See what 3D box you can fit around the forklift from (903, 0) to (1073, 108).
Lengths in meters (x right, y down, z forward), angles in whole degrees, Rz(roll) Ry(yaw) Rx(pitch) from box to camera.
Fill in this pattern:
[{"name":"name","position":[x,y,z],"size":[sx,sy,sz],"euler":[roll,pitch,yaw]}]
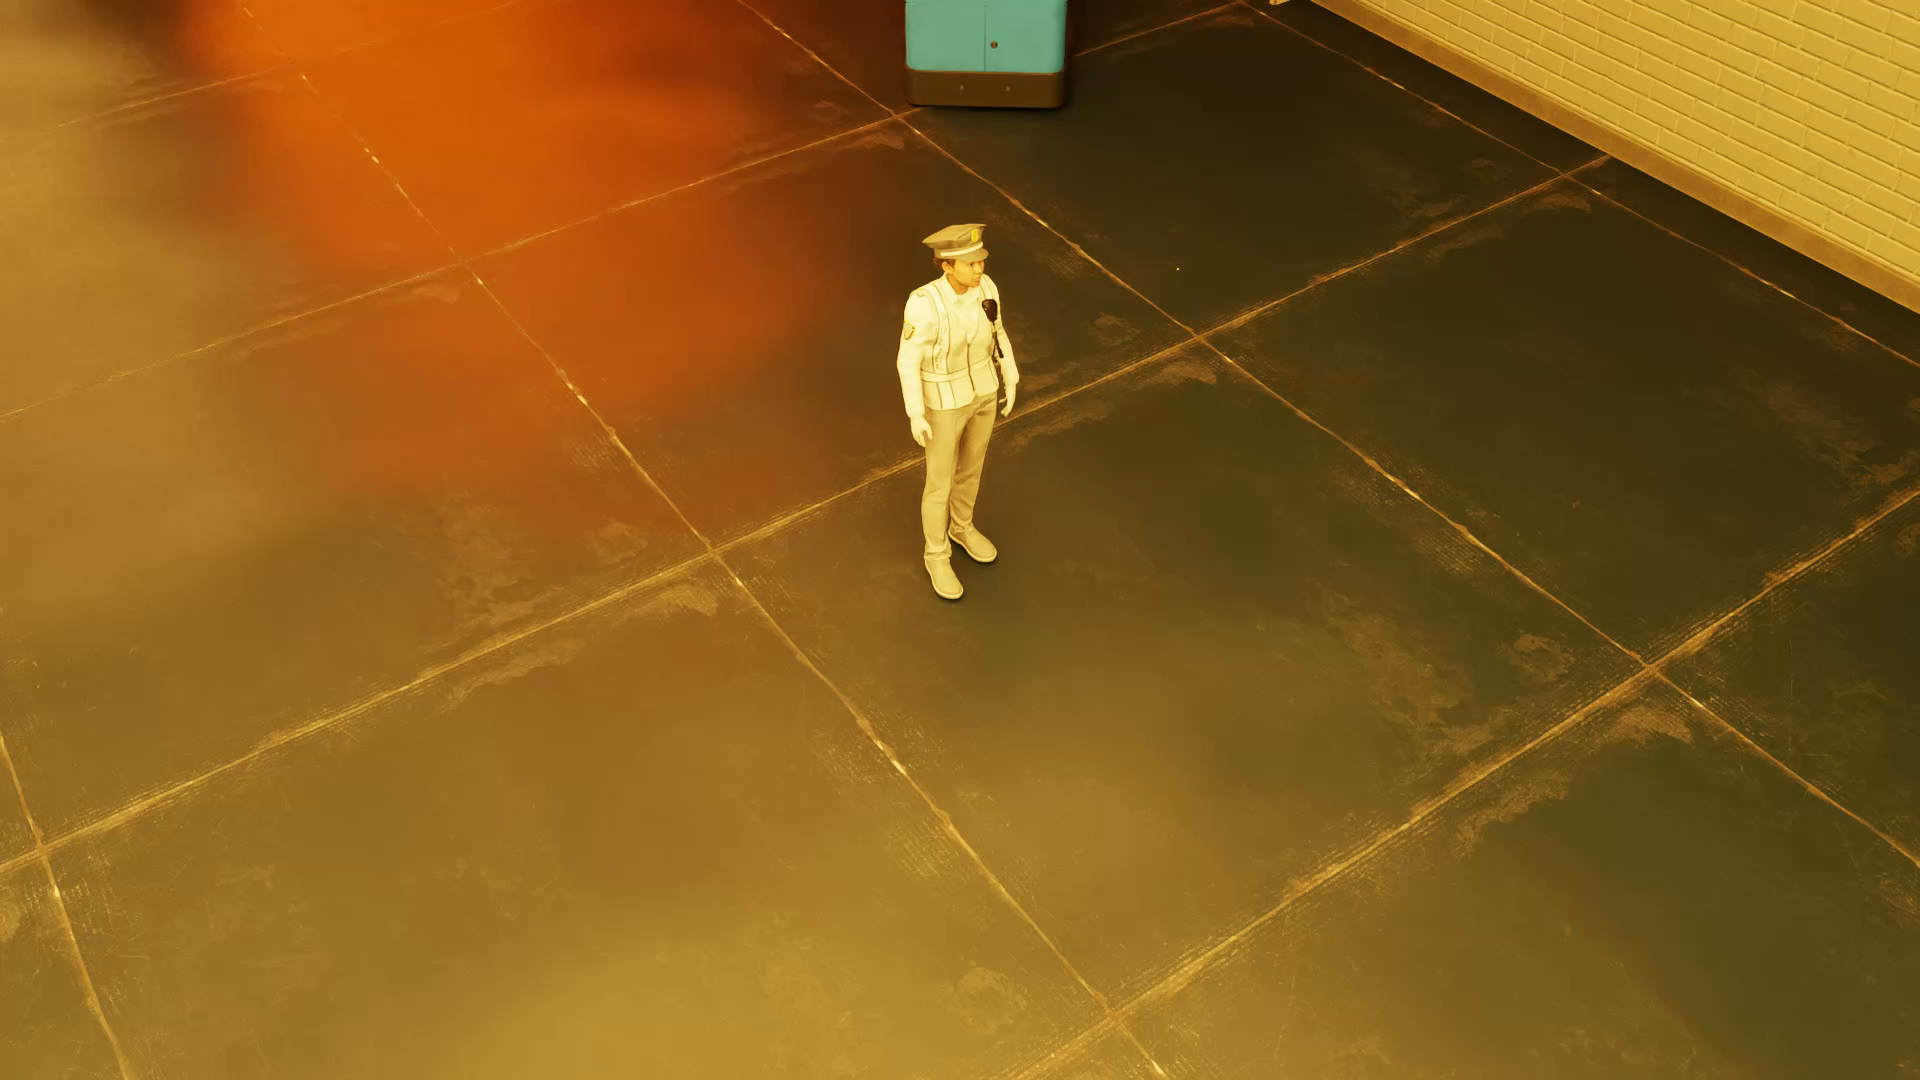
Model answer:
[{"name":"forklift","position":[0.232,-4.875,11.005],"size":[1.130,2.935,3.031],"euler":[2,43,2]}]

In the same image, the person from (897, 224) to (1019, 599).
[{"name":"person","position":[0.034,-0.588,7.255],"size":[0.587,1.695,0.531],"euler":[-25,48,-25]}]
